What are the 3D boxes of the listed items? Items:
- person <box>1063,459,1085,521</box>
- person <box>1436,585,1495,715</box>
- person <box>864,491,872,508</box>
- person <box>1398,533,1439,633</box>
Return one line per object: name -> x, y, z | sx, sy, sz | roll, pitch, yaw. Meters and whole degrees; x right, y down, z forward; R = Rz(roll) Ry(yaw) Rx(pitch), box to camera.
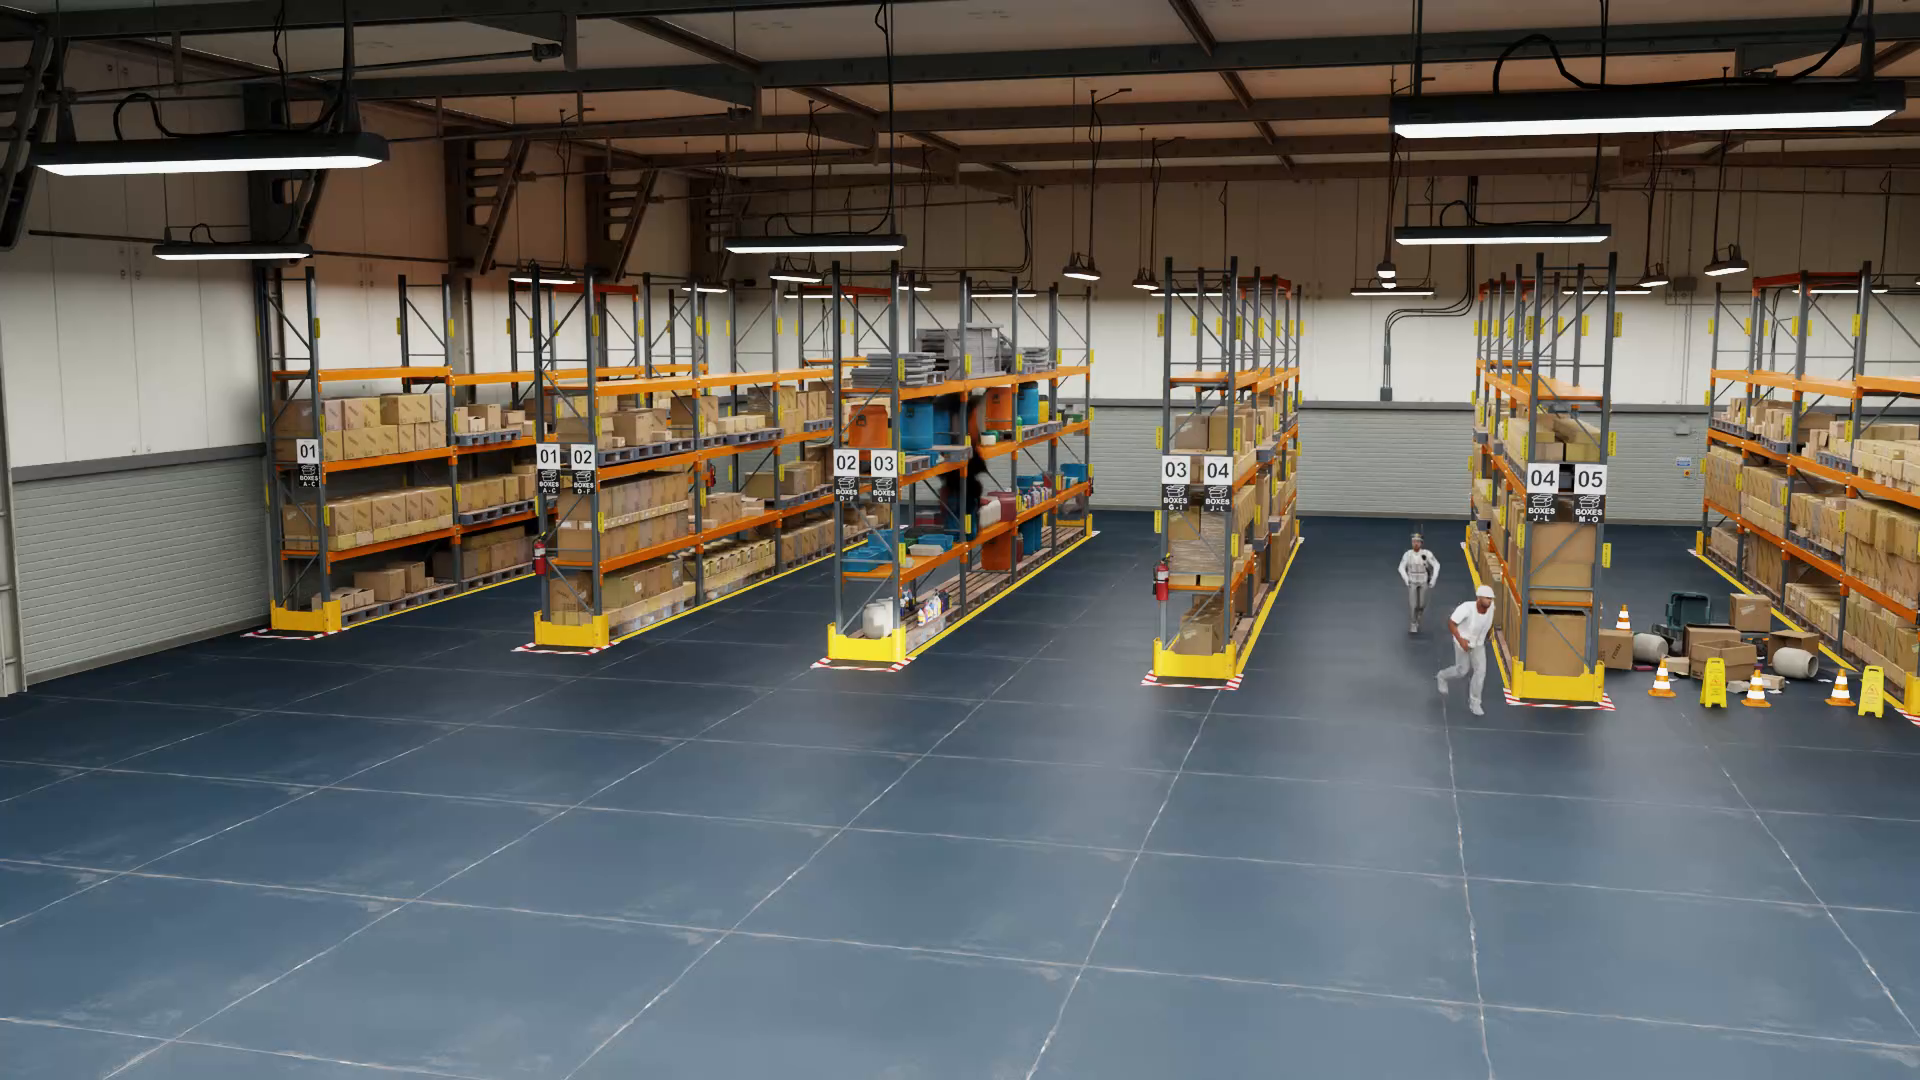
person -> 3.026, -1.233, 42.688 | 0.681, 1.685, 0.707 | 3, 8, 23
person -> 6.704, 1.400, 22.024 | 0.722, 1.706, 1.028 | -3, 8, -25
person -> -2.290, -1.302, 43.062 | 0.568, 1.709, 0.710 | 4, 8, 29
person -> 7.570, 0.705, 27.476 | 0.648, 1.660, 0.596 | 3, 8, 19
